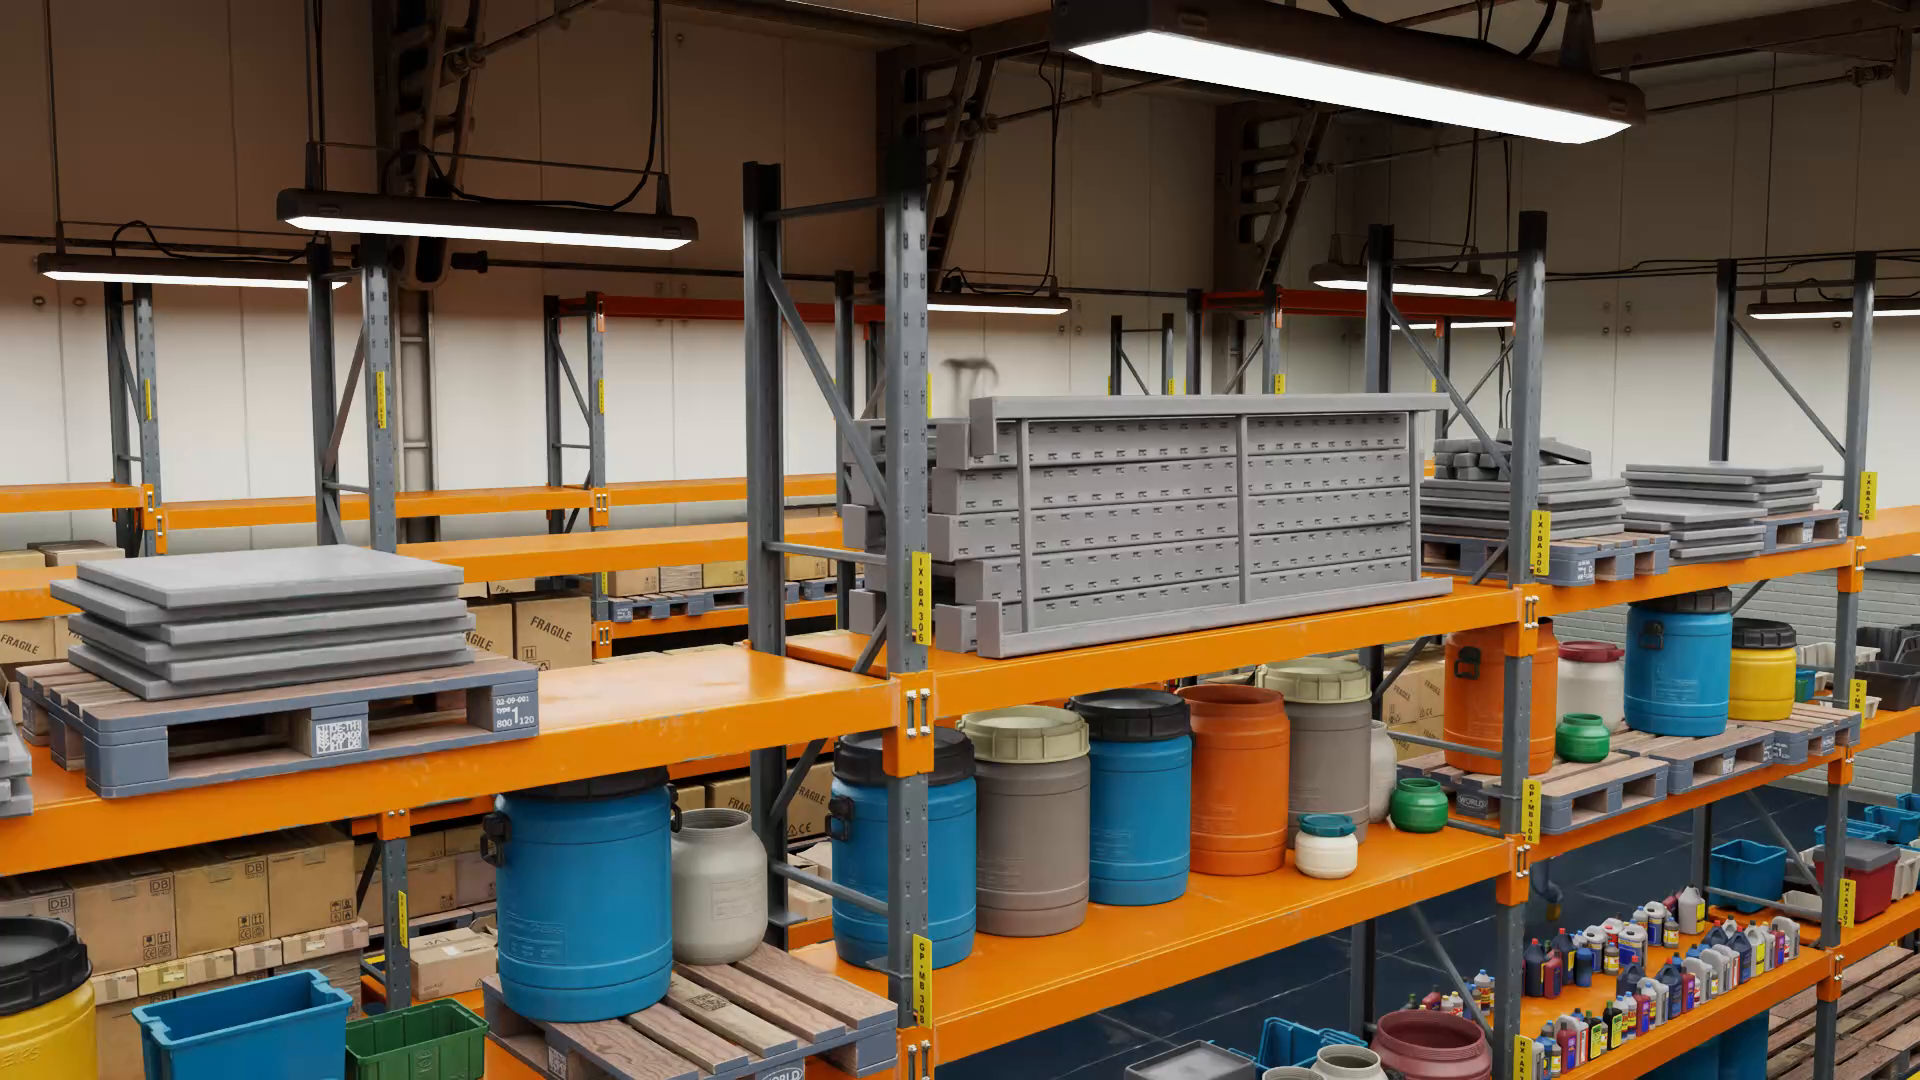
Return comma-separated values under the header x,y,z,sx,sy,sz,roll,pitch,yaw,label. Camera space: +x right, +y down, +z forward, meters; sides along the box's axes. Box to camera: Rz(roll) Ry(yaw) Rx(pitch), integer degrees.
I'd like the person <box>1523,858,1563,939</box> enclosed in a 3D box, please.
x,y,z,sx,sy,sz,roll,pitch,yaw,label
5.301,2.799,15.394,0.704,1.747,0.915,5,8,44,person
